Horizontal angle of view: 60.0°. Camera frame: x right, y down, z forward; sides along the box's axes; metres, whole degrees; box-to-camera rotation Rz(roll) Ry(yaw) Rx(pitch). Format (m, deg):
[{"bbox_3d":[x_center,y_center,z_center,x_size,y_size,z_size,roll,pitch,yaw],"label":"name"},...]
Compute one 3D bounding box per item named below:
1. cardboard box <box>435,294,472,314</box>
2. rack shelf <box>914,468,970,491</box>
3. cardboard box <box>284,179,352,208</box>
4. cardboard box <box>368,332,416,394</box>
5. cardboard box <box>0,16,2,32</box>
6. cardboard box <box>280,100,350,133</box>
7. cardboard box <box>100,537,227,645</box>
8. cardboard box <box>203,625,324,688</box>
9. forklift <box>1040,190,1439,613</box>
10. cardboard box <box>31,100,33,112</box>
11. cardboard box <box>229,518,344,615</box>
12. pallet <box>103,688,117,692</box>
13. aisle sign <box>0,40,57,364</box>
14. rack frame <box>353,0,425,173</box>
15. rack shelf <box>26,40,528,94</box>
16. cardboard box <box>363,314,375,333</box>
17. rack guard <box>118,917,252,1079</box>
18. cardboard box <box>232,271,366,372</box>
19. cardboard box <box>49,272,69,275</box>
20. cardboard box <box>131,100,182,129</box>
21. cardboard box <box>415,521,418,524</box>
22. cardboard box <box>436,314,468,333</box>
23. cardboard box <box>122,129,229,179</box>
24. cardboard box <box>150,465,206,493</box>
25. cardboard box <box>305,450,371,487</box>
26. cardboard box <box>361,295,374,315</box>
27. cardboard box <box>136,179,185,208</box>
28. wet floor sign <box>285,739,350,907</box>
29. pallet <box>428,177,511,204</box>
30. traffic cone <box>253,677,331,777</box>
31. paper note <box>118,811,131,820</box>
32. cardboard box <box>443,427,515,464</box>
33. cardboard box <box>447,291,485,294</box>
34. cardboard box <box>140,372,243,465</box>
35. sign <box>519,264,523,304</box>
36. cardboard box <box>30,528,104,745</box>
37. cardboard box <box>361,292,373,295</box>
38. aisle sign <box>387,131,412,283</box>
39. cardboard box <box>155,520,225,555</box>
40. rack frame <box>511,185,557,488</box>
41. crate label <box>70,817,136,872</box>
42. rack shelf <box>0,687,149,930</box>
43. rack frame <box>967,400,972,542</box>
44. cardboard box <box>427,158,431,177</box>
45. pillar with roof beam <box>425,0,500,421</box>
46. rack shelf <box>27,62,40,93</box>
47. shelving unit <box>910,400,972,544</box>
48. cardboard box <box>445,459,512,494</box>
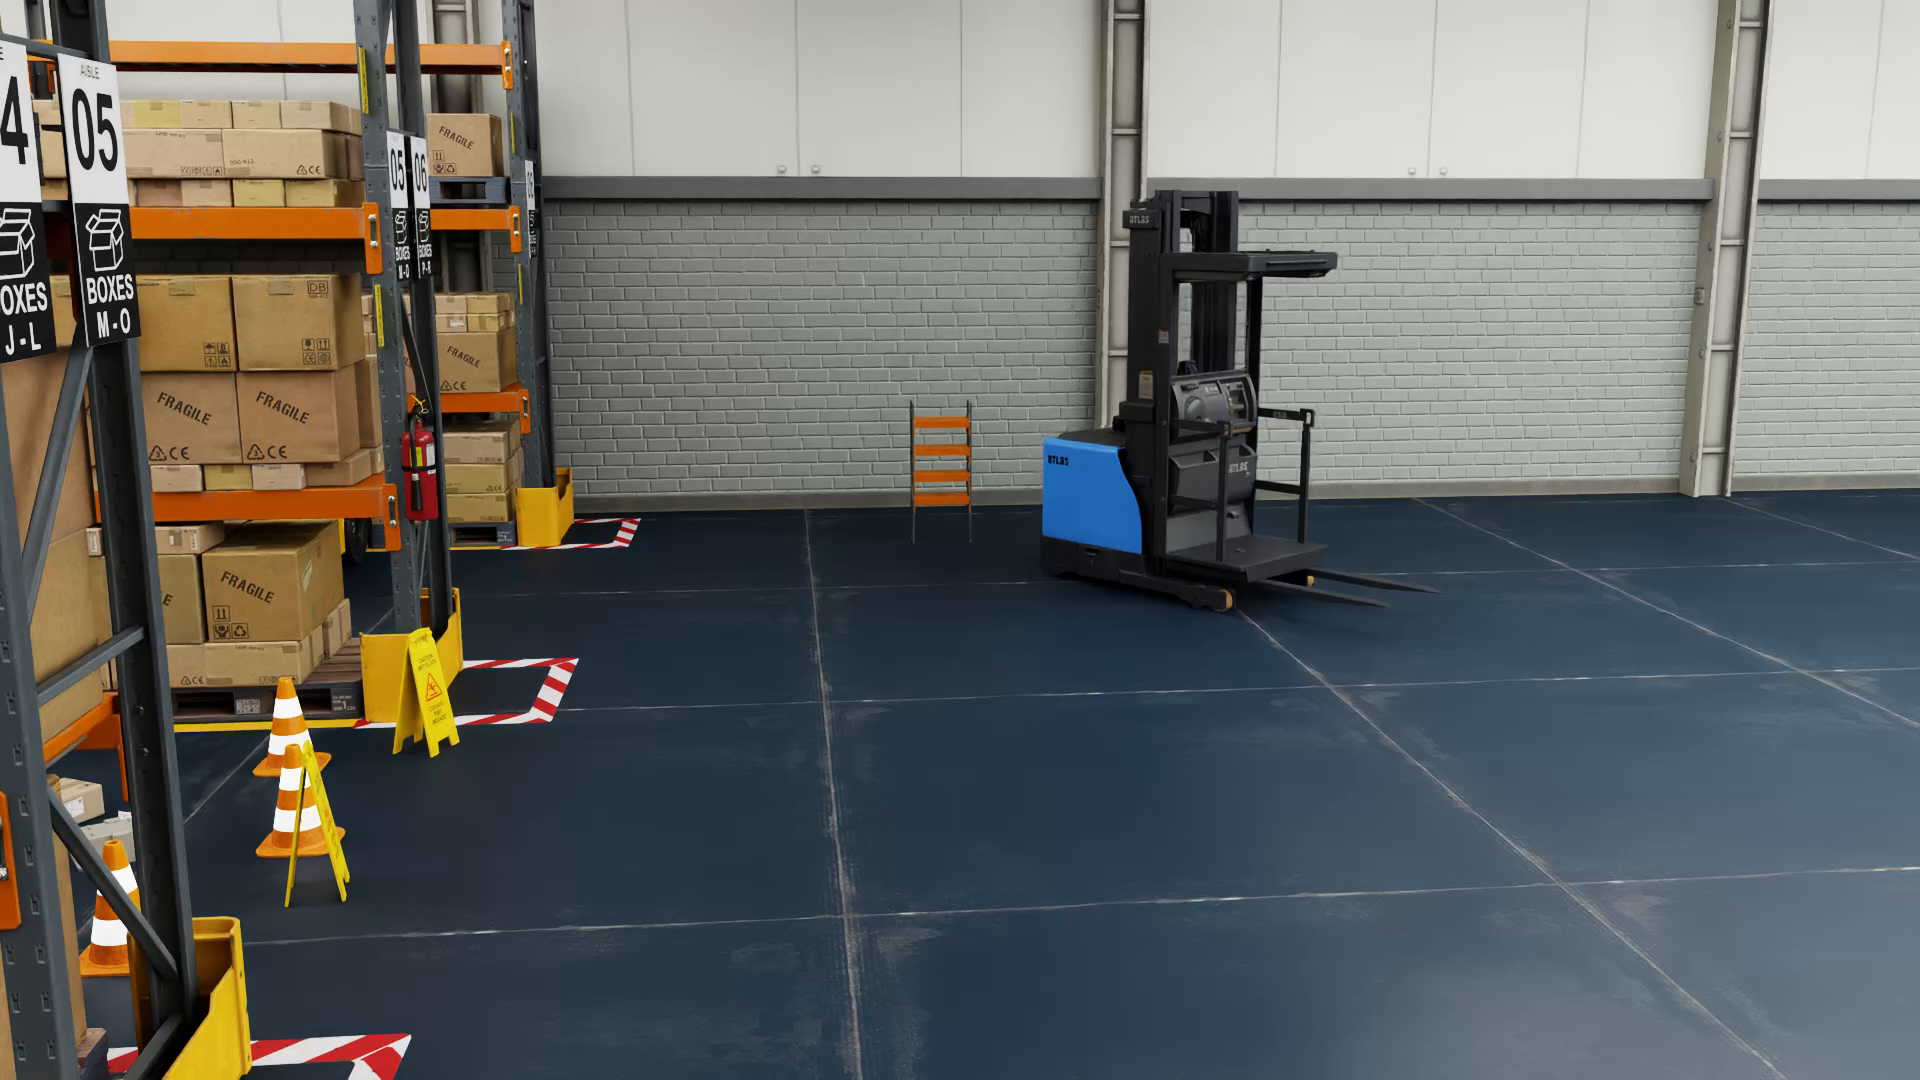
[{"bbox_3d":[-4.236,-1.980,13.952,0.250,0.149,0.380,-1,11,-6],"label":"cardboard box"},{"bbox_3d":[-0.165,-0.519,14.248,0.480,0.148,0.258,-1,11,-6],"label":"rack shelf"},{"bbox_3d":[-3.446,-1.861,8.936,0.250,0.149,0.380,-1,11,-6],"label":"cardboard box"},{"bbox_3d":[-4.639,-1.505,13.989,0.500,0.500,0.500,-1,11,-4],"label":"cardboard box"},{"bbox_3d":[-2.994,-1.465,4.539,0.500,0.250,0.500,-1,11,-6],"label":"cardboard box"},{"bbox_3d":[-3.425,-2.250,8.846,0.250,0.149,0.380,-1,11,-6],"label":"cardboard box"},{"bbox_3d":[-4.408,0.279,9.266,0.500,0.500,0.500,-1,11,-4],"label":"cardboard box"},{"bbox_3d":[-3.920,0.638,9.386,0.500,0.250,0.500,-1,11,-6],"label":"cardboard box"},{"bbox_3d":[2.011,-1.036,12.039,1.130,2.935,3.031,-11,15,-43],"label":"forklift"},{"bbox_3d":[-4.946,-2.212,8.650,0.250,0.149,0.380,-1,11,-5],"label":"cardboard box"},{"bbox_3d":[-3.976,0.166,9.845,0.500,0.500,0.500,-2,11,-8],"label":"cardboard box"},{"bbox_3d":[-5.218,0.831,9.595,1.213,0.211,1.003,-1,11,-6],"label":"pallet"},{"bbox_3d":[-2.383,-0.846,4.158,0.004,0.787,0.394,-1,11,-6],"label":"aisle sign"},{"bbox_3d":[-3.121,-3.518,8.933,0.127,3.000,1.000,-1,11,-6],"label":"rack frame"},{"bbox_3d":[-5.649,-3.879,13.670,4.000,0.370,1.077,-1,11,-6],"label":"rack shelf"},{"bbox_3d":[-4.999,-1.810,13.857,0.250,0.149,0.380,-2,11,-8],"label":"cardboard box"},{"bbox_3d":[-2.462,1.599,4.937,0.348,0.500,1.175,-1,11,-6],"label":"rack guard"},{"bbox_3d":[-3.605,-1.207,9.110,0.500,0.500,0.700,-1,11,-7],"label":"cardboard box"},{"bbox_3d":[-5.116,-1.184,8.991,0.500,0.500,0.700,-1,11,-6],"label":"cardboard box"},{"bbox_3d":[-4.195,-2.248,8.834,0.250,0.149,0.380,-1,11,-6],"label":"cardboard box"},{"bbox_3d":[-4.589,-0.304,14.176,0.500,0.250,0.500,-1,11,-6],"label":"cardboard box"},{"bbox_3d":[-4.226,-1.821,13.915,0.250,0.149,0.380,-1,11,-5],"label":"cardboard box"},{"bbox_3d":[-4.103,-2.048,8.852,0.500,0.250,0.500,-1,11,-7],"label":"cardboard box"},{"bbox_3d":[-4.219,-0.363,9.089,0.250,0.149,0.380,-1,11,-5],"label":"cardboard box"},{"bbox_3d":[-3.470,-0.402,9.287,0.250,0.149,0.380,-1,11,-4],"label":"cardboard box"},{"bbox_3d":[-4.996,-1.952,13.808,0.250,0.149,0.380,-1,11,-5],"label":"cardboard box"},{"bbox_3d":[-4.216,-1.858,8.921,0.250,0.149,0.380,-1,11,-6],"label":"cardboard box"},{"bbox_3d":[-2.671,1.148,6.855,0.232,0.644,0.267,-3,12,-16],"label":"wet floor sign"},{"bbox_3d":[-4.367,-2.944,14.023,1.213,0.211,1.003,-1,11,-6],"label":"pallet"},{"bbox_3d":[-3.409,0.927,8.452,0.334,0.463,0.336,-1,11,-6],"label":"traffic cone"},{"bbox_3d":[-3.846,1.284,7.756,0.142,0.019,0.148,-5,12,-26],"label":"paper note"},{"bbox_3d":[-4.085,-0.804,14.128,0.500,0.250,0.500,-1,11,-4],"label":"cardboard box"},{"bbox_3d":[-4.289,-2.080,14.458,0.250,0.149,0.380,-1,11,-4],"label":"cardboard box"},{"bbox_3d":[-4.129,-0.695,9.098,0.500,0.500,0.500,-1,11,-6],"label":"cardboard box"},{"bbox_3d":[-3.616,-2.106,13.688,0.005,0.325,0.100,-1,11,-6],"label":"sign"},{"bbox_3d":[-2.850,0.316,4.596,0.550,0.550,0.875,-1,11,-6],"label":"cardboard box"},{"bbox_3d":[-5.049,-2.053,14.324,0.250,0.149,0.380,-1,11,-4],"label":"cardboard box"},{"bbox_3d":[-3.028,-1.795,8.984,0.004,0.787,0.394,-1,11,-6],"label":"aisle sign"},{"bbox_3d":[-4.247,-0.030,9.158,0.250,0.149,0.380,-1,11,-4],"label":"cardboard box"},{"bbox_3d":[-3.661,-1.526,14.353,0.127,3.000,1.000,-1,11,-6],"label":"rack frame"},{"bbox_3d":[-3.726,1.321,7.293,0.298,0.136,0.250,-8,14,-35],"label":"crate label"},{"bbox_3d":[-4.474,0.768,4.551,4.000,0.370,1.077,-1,11,-6],"label":"rack shelf"},{"bbox_3d":[0.078,-0.590,14.261,0.015,1.200,0.240,-1,11,-6],"label":"rack frame"},{"bbox_3d":[-4.452,-3.054,13.654,0.250,0.149,0.380,-2,11,-8],"label":"cardboard box"},{"bbox_3d":[-3.985,-3.802,10.380,0.400,9.000,9.100,-1,11,-6],"label":"pillar with roof beam"},{"bbox_3d":[-9.626,-3.795,13.247,4.000,0.370,1.077,-1,11,-6],"label":"rack shelf"},{"bbox_3d":[-0.165,-0.585,14.235,0.503,1.200,0.258,-1,11,-6],"label":"shelving unit"},{"bbox_3d":[-4.111,-0.558,14.173,0.500,0.250,0.500,-1,11,-7],"label":"cardboard box"}]
